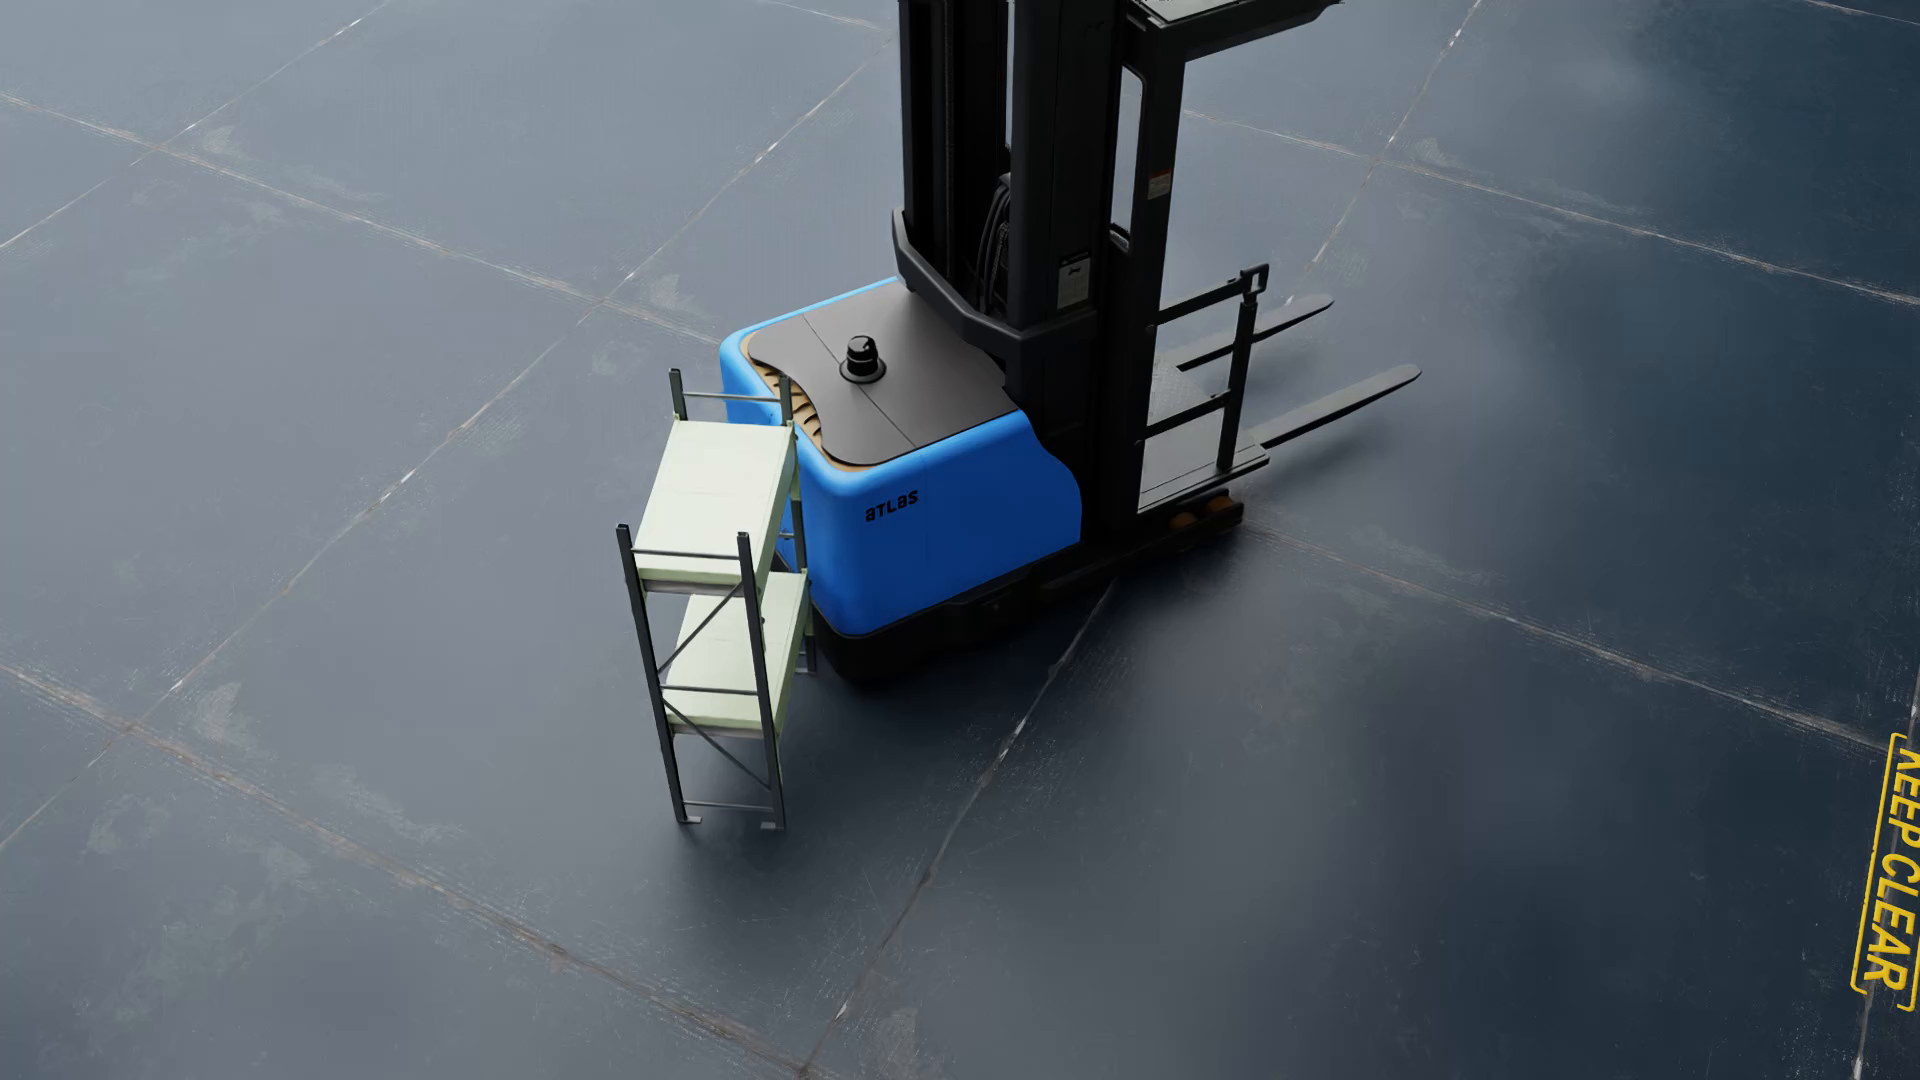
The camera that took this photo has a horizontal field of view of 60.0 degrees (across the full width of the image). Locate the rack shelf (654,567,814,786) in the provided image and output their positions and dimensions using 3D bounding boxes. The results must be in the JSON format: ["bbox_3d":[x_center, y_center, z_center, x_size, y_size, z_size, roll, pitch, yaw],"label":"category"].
[{"bbox_3d":[-0.794,0.467,5.972,0.431,0.370,0.720,4,45,4],"label":"rack shelf"}]

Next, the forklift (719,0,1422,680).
[{"bbox_3d":[0.604,-1.283,6.238,3.031,2.935,1.130,-23,50,-21],"label":"forklift"}]

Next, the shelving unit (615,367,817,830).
[{"bbox_3d":[-0.794,0.238,5.740,0.431,1.500,0.755,4,45,4],"label":"shelving unit"}]

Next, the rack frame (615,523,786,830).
[{"bbox_3d":[-0.828,0.497,5.484,0.400,1.500,0.023,4,45,4],"label":"rack frame"}]

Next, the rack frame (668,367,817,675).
[{"bbox_3d":[-0.759,-0.021,5.996,0.400,1.500,0.023,4,45,4],"label":"rack frame"}]

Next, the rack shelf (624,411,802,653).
[{"bbox_3d":[-0.794,-0.036,5.462,0.431,0.370,0.720,4,45,4],"label":"rack shelf"}]
